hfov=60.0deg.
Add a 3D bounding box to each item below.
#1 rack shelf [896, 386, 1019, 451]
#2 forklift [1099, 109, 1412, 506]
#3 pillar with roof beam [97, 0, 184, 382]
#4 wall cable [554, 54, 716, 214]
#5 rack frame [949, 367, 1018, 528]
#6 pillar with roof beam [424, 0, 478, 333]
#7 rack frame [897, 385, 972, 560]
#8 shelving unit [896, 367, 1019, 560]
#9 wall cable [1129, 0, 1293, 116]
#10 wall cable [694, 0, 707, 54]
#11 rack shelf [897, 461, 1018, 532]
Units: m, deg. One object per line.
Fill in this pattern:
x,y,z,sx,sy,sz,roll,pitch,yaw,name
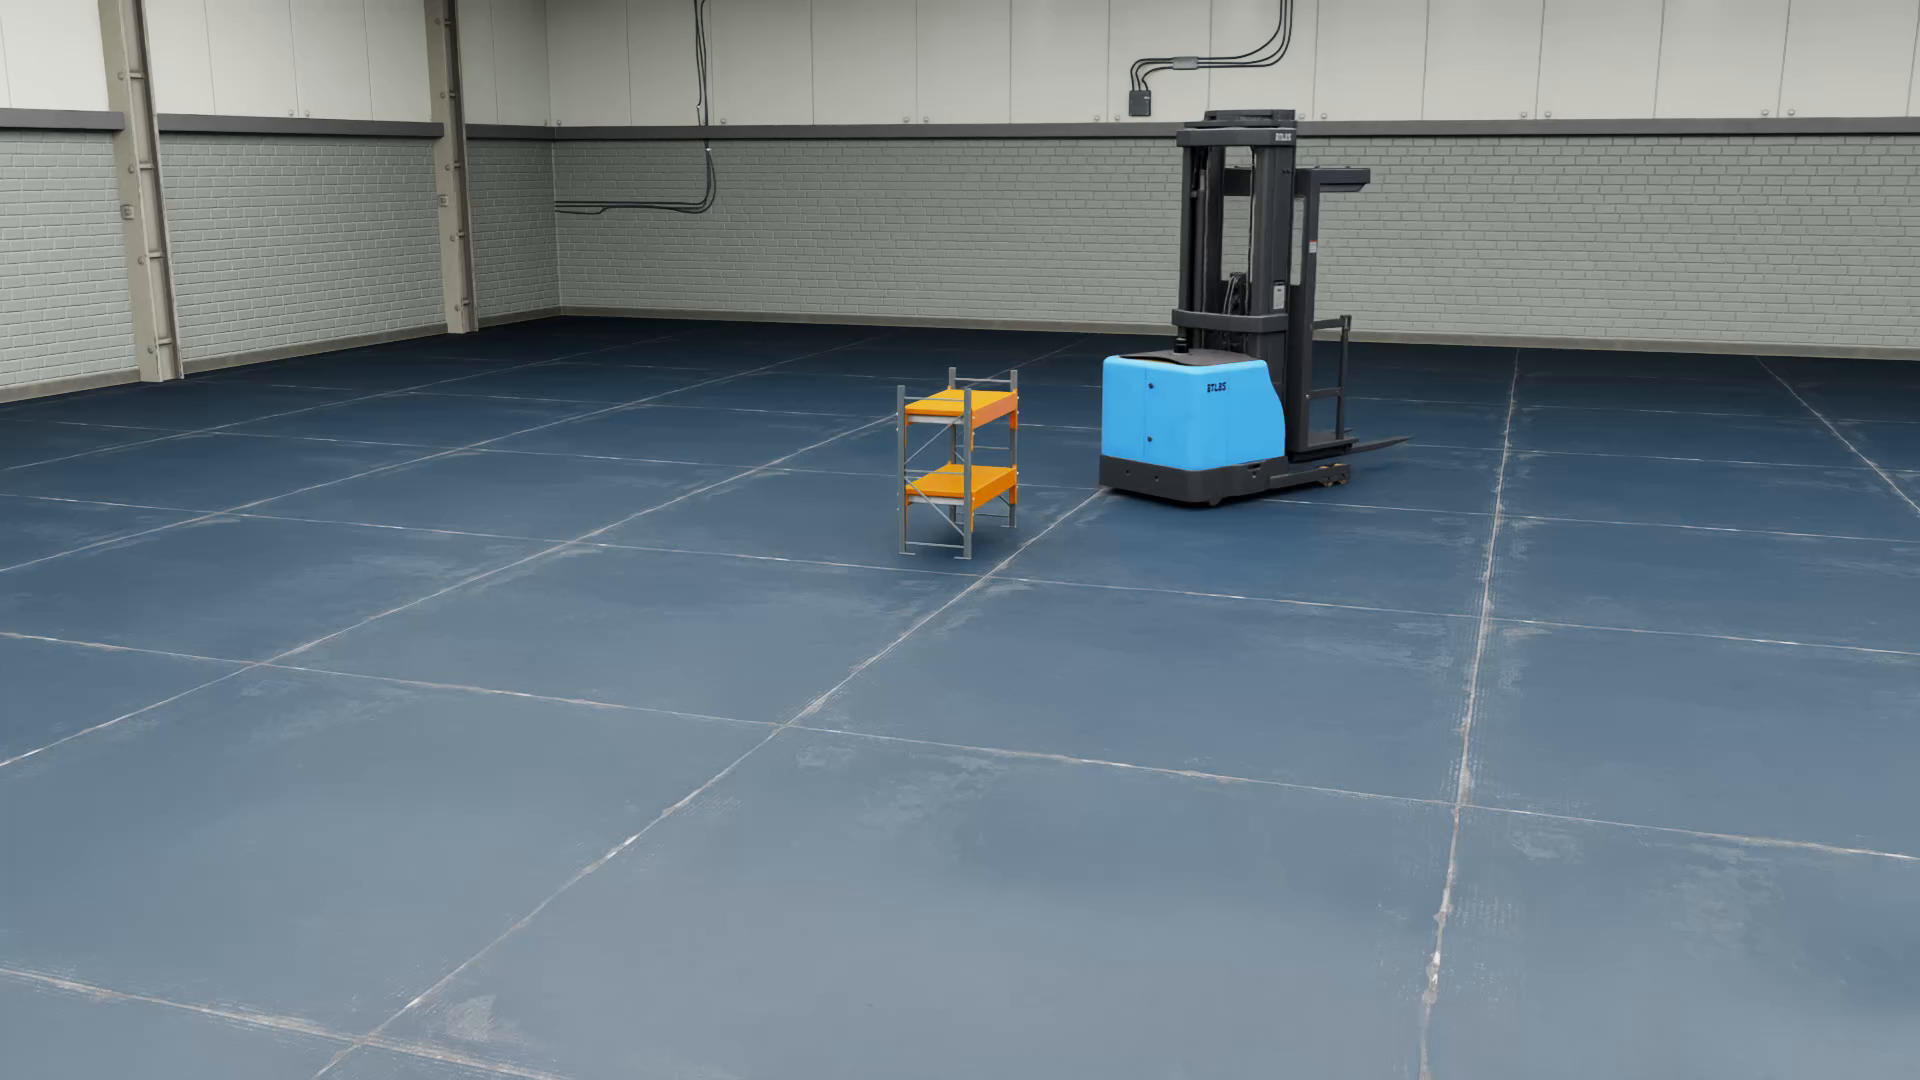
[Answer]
-0.002,-0.832,11.291,0.538,0.278,1.000,4,14,18,rack shelf
2.542,-1.936,13.383,3.031,2.935,1.130,-11,17,-39,forklift
-5.479,-5.998,17.542,9.100,9.000,0.400,4,14,18,pillar with roof beam
-5.406,-6.582,27.081,3.097,2.526,0.112,4,14,18,wall cable
0.162,-0.654,11.825,0.500,1.125,0.032,4,14,18,rack frame
-3.537,-7.261,23.077,9.100,9.000,0.400,4,14,18,pillar with roof beam
-0.167,-0.440,10.888,0.500,1.125,0.032,4,14,18,rack frame
-0.002,-0.547,11.357,0.538,1.125,1.048,4,14,18,shelving unit
3.571,-9.067,23.348,2.305,6.003,0.169,4,14,18,wall cable
-2.847,-8.850,25.666,3.097,2.526,0.112,4,14,18,wall cable
-0.002,-0.309,11.411,0.538,0.278,1.000,4,14,18,rack shelf
